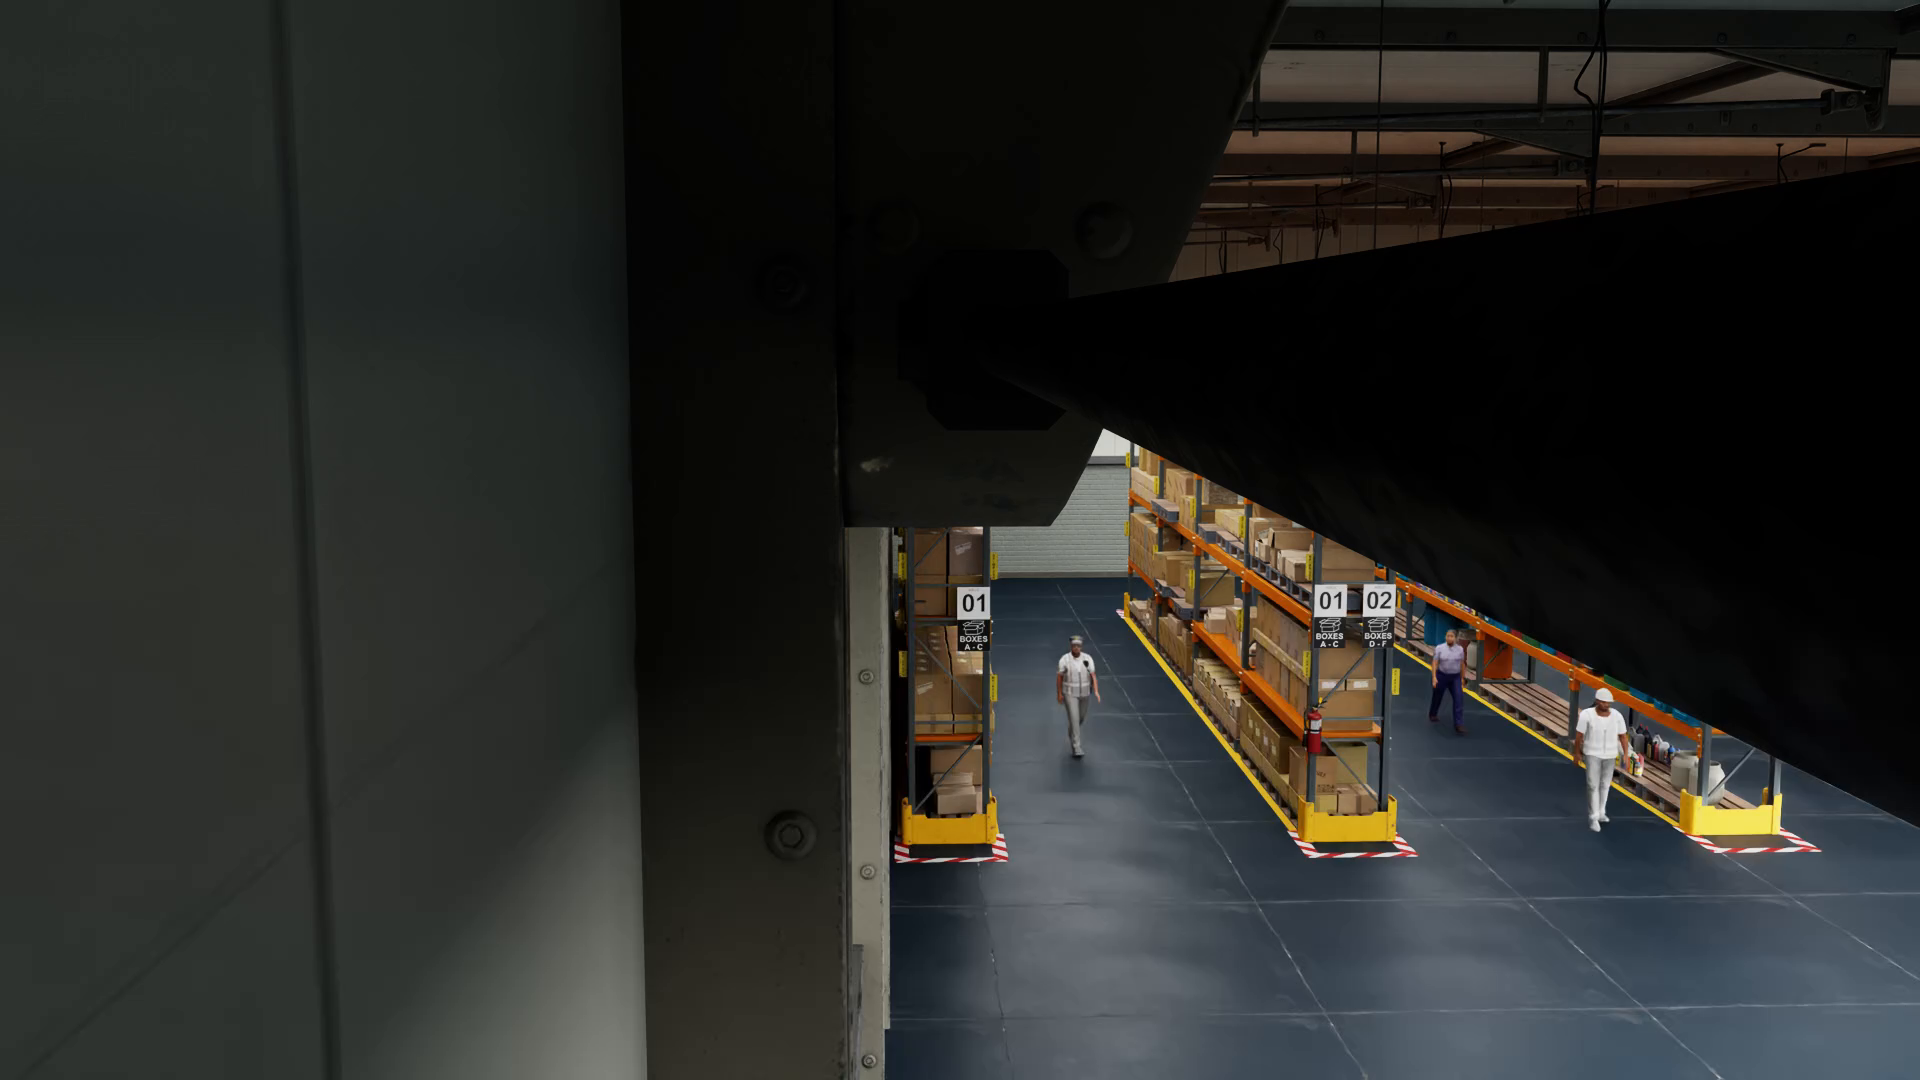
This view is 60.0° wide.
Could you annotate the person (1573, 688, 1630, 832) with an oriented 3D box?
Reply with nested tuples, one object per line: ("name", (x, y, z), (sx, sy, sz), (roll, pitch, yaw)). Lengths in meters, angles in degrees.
("person", (8.157, 2.767, 21.125), (0.626, 1.798, 0.622), (0, 7, 4))

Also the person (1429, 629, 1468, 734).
("person", (7.692, 2.194, 26.174), (0.585, 1.571, 1.053), (-1, 7, -4))

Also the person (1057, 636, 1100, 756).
("person", (1.760, 2.274, 24.878), (0.549, 1.724, 1.069), (-2, 8, -17))
